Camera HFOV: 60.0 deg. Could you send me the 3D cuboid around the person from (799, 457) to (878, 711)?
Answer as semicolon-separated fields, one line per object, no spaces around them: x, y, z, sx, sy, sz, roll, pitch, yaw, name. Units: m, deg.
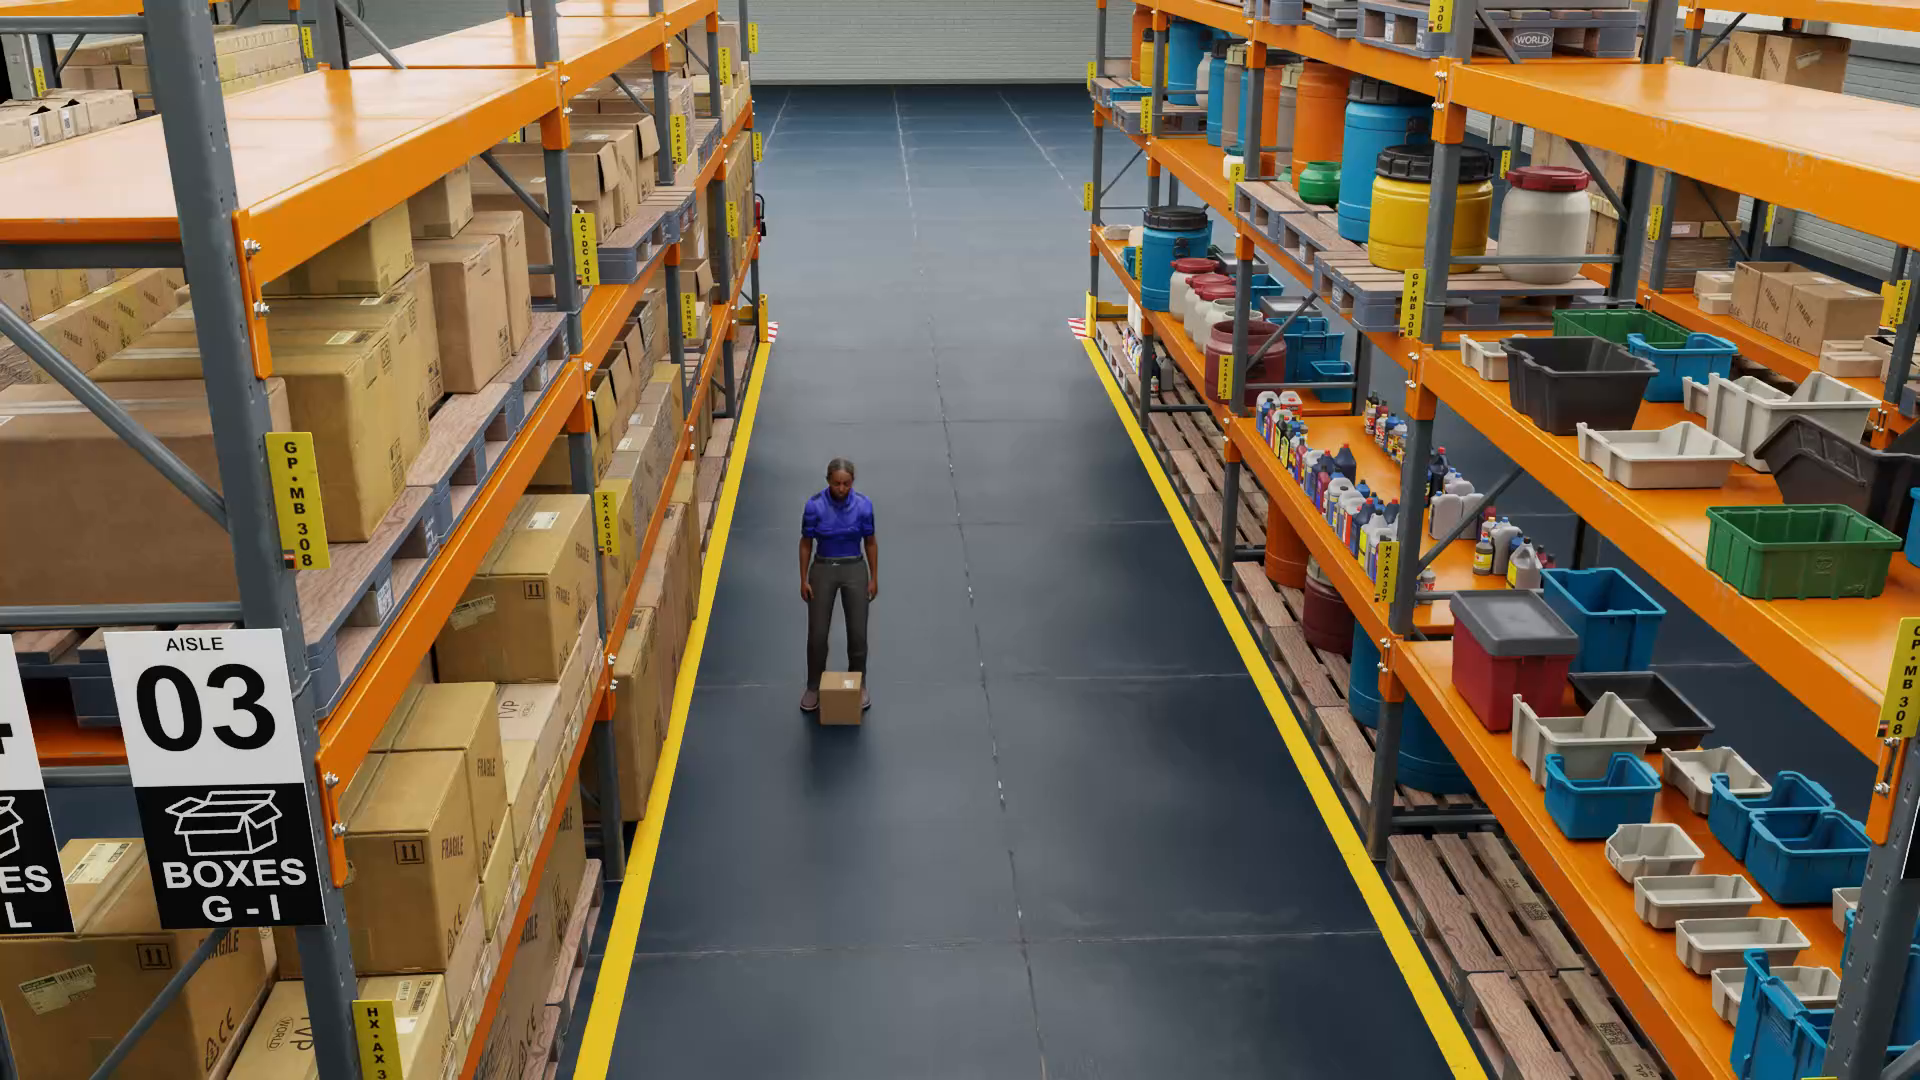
-0.768;0.255;10.407;0.522;1.653;0.352;-2;21;-6;person
